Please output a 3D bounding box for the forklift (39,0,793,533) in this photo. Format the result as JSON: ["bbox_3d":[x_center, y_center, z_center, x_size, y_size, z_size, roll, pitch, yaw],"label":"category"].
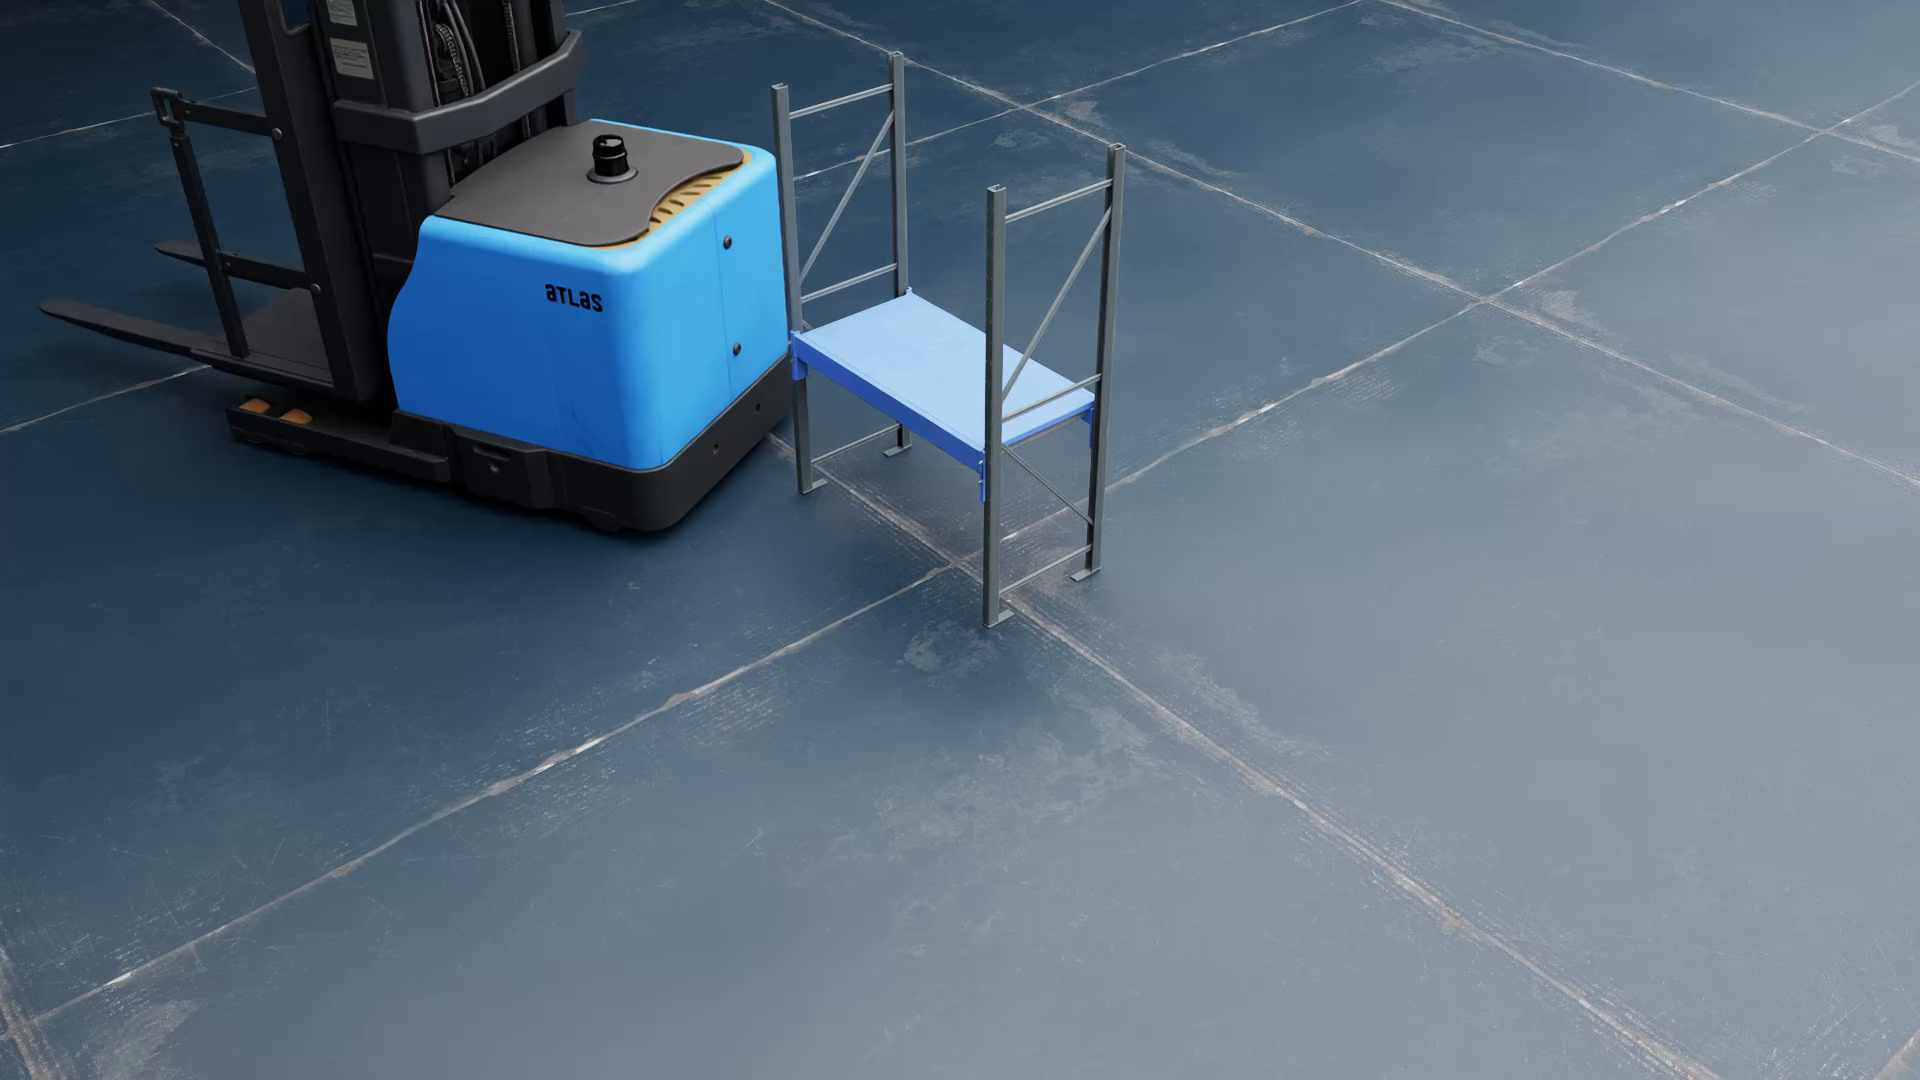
[{"bbox_3d":[-2.186,-1.776,5.722,3.031,2.935,1.130,14,38,19],"label":"forklift"}]

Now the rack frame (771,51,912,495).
[{"bbox_3d":[-0.383,-0.874,5.687,0.500,1.500,0.032,-26,43,-32],"label":"rack frame"}]

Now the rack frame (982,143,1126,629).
[{"bbox_3d":[0.273,-0.425,5.053,0.500,1.500,0.032,-26,43,-32],"label":"rack frame"}]

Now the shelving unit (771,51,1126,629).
[{"bbox_3d":[-0.055,-0.650,5.370,0.538,1.500,1.048,-26,43,-32],"label":"shelving unit"}]

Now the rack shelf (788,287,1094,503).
[{"bbox_3d":[-0.055,-0.503,5.474,0.538,0.185,1.000,-26,43,-32],"label":"rack shelf"}]
